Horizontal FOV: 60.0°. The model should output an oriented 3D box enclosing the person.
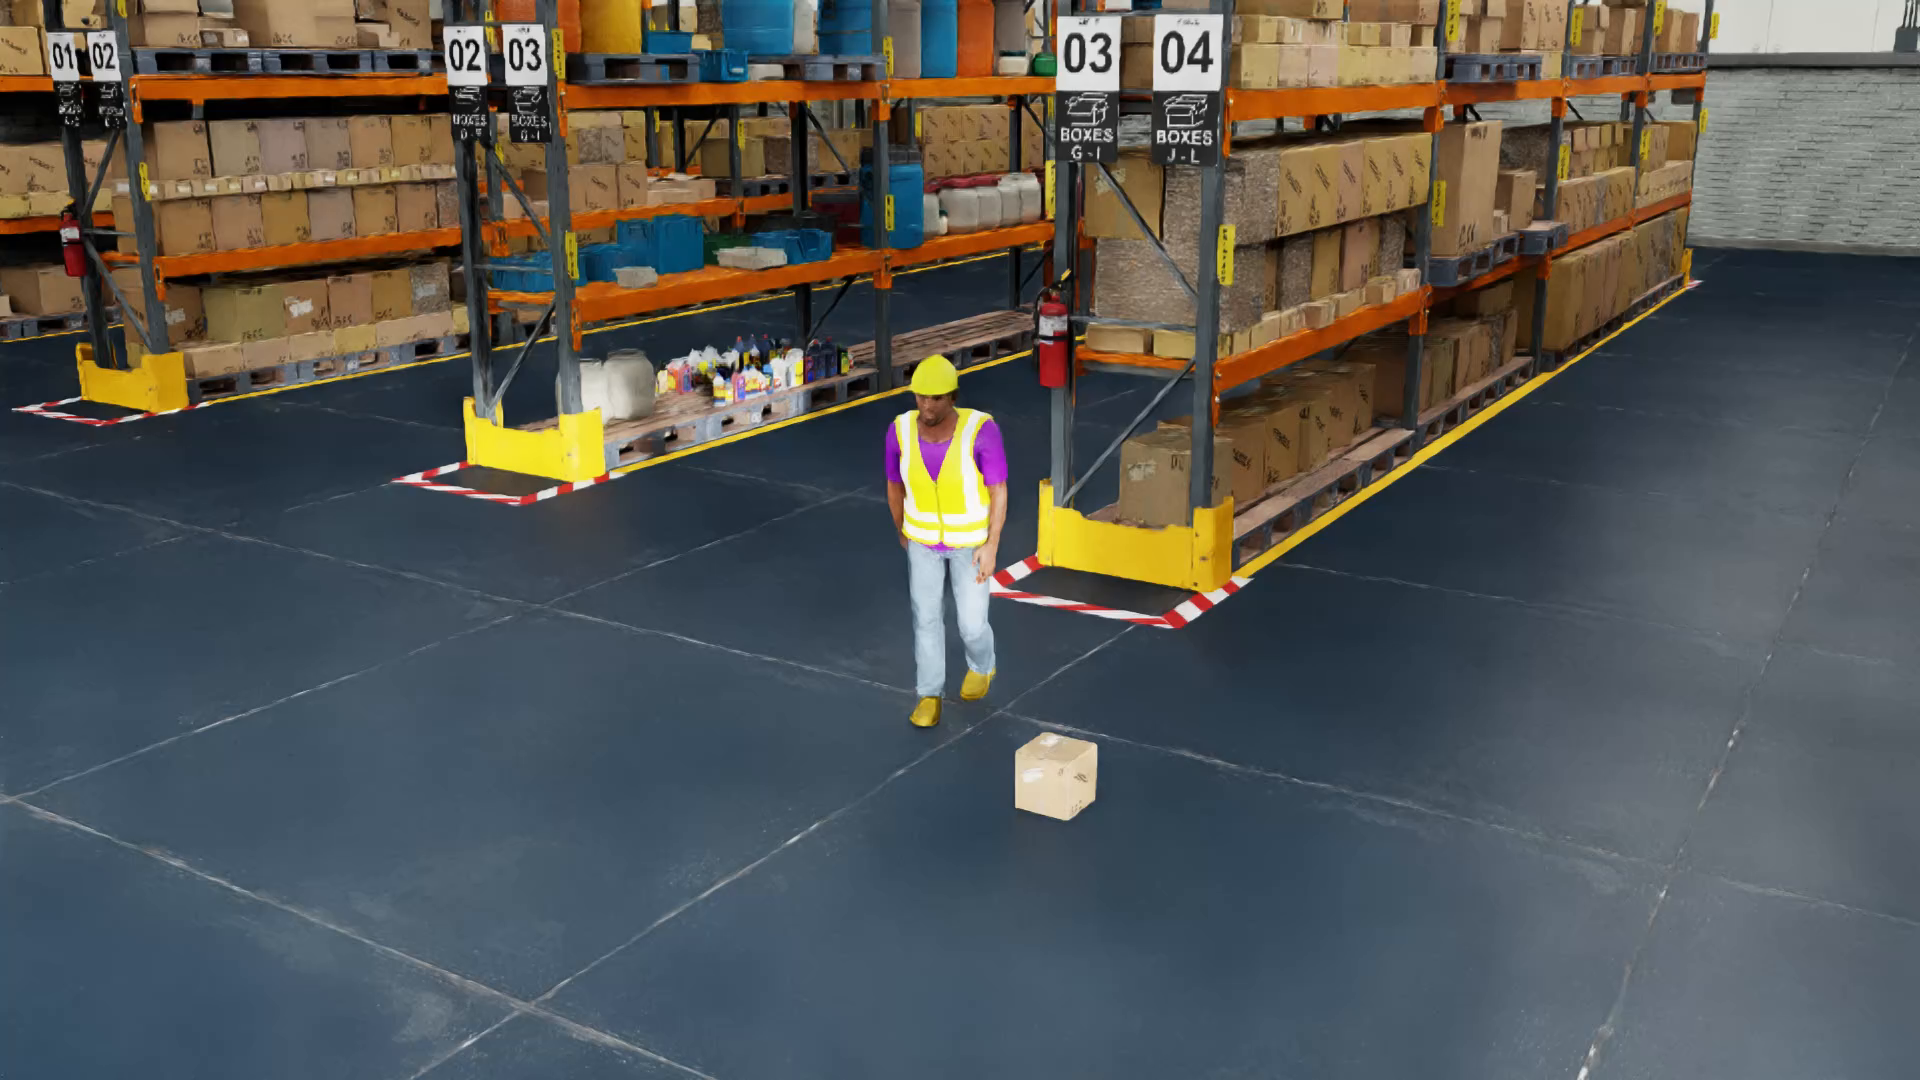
[{"bbox_3d":[-0.060,0.001,7.510,0.577,1.739,0.679,4,16,13],"label":"person"}]
